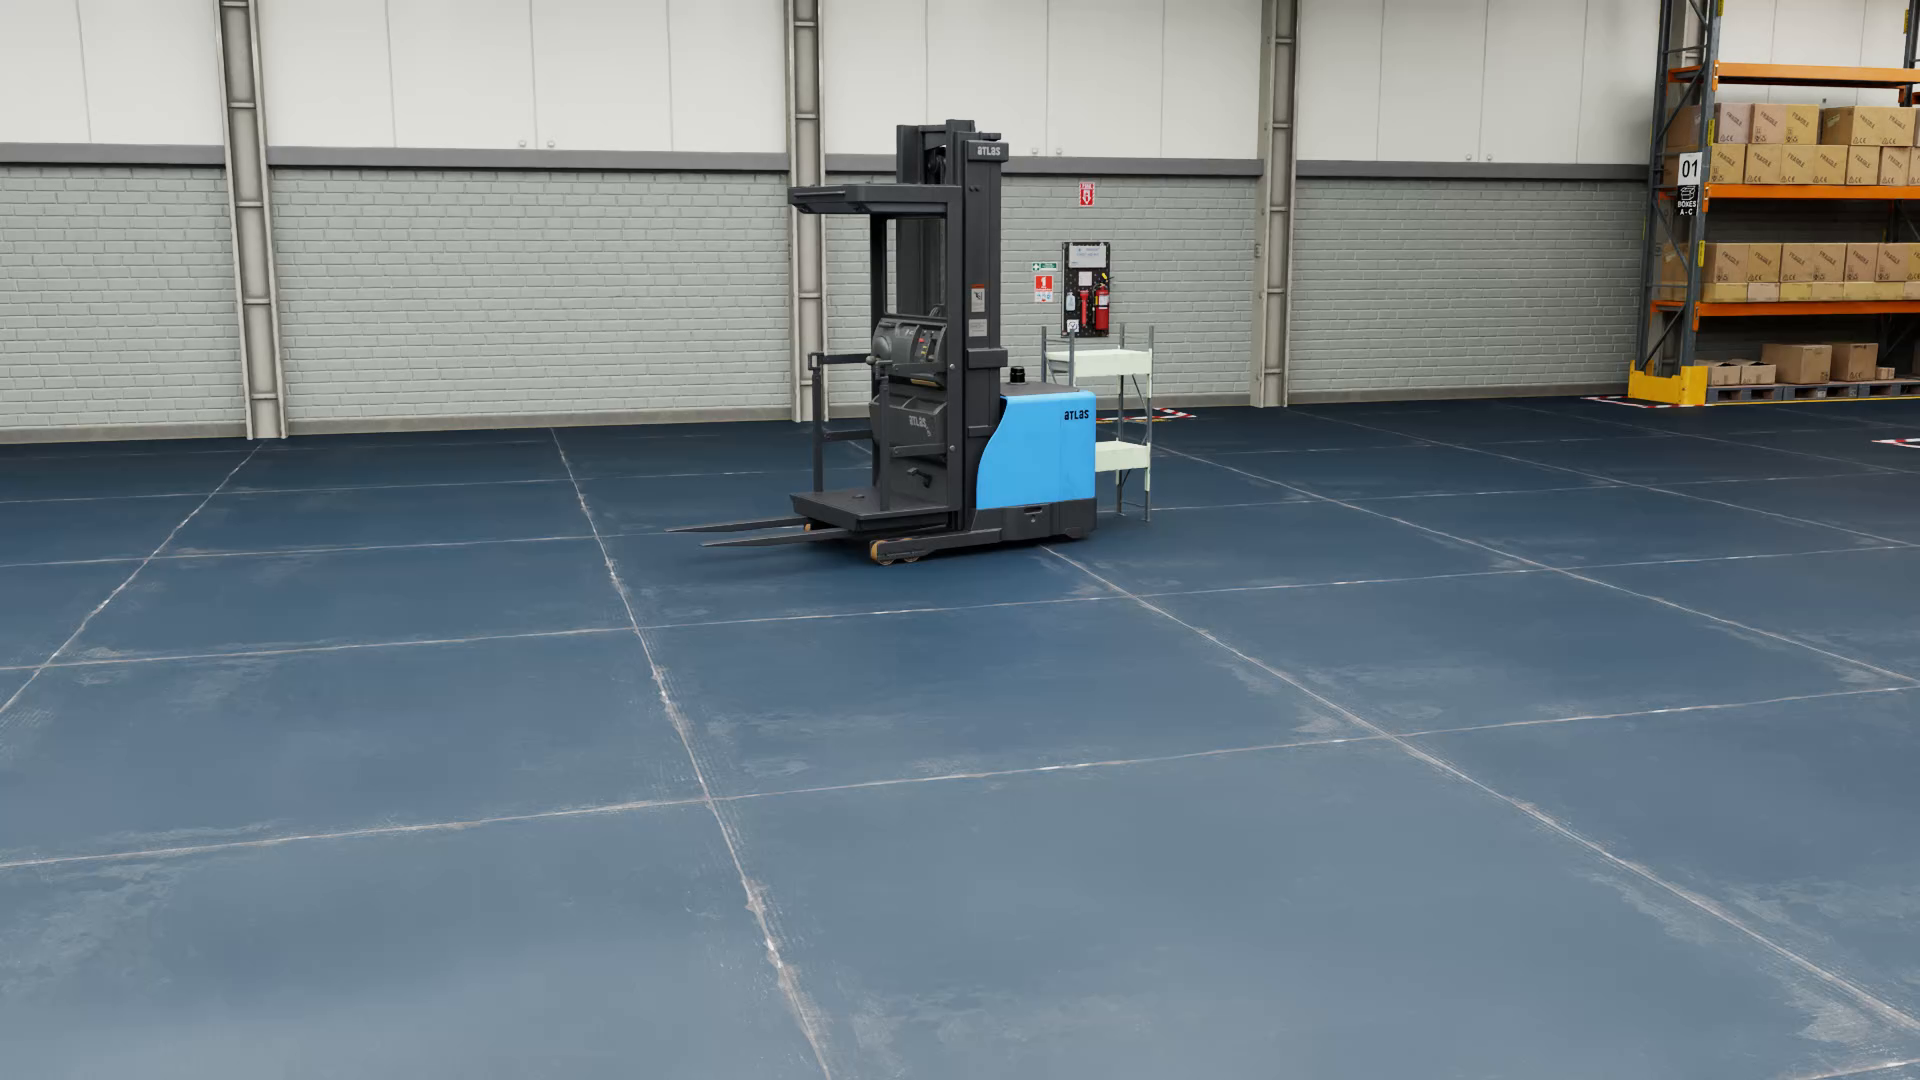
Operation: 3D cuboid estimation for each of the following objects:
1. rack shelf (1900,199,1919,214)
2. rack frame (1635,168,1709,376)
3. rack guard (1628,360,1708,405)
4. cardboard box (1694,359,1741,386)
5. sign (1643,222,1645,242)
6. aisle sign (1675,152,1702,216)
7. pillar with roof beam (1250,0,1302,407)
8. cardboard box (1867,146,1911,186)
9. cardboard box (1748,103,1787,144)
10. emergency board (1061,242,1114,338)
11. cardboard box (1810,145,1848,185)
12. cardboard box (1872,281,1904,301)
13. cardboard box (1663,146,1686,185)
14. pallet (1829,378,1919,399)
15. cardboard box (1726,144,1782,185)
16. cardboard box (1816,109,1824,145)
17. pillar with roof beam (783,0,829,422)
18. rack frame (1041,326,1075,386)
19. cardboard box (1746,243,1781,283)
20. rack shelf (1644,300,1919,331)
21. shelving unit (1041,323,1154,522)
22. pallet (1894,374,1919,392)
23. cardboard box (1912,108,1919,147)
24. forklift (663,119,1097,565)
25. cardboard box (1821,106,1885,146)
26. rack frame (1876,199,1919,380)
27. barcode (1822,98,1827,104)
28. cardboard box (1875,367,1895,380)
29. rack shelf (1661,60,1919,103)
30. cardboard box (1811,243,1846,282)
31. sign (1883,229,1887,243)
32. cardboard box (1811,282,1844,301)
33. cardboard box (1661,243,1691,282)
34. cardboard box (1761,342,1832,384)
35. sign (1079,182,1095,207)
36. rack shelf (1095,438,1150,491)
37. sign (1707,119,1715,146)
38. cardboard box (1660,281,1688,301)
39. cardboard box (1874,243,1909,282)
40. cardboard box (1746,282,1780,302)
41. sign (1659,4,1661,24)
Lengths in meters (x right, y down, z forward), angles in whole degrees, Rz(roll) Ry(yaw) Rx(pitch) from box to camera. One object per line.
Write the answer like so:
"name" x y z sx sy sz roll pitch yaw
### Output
"rack shelf" 15.066 -4.748 23.254 4.000 0.370 1.077 -3 11 -16
"rack frame" 9.306 -3.323 21.811 0.127 3.000 1.000 -3 11 -16
"rack guard" 9.378 -2.097 22.058 0.348 0.500 1.175 -3 11 -16
"cardboard box" 9.995 -2.236 22.120 0.500 0.311 0.500 -4 11 -22
"sign" 9.170 -4.145 22.207 0.005 0.325 0.100 -3 11 -16
"aisle sign" 9.320 -4.546 21.273 0.004 0.787 0.394 -3 11 -16
"pillar with roof beam" 5.178 -5.407 16.563 0.400 9.000 9.100 -3 11 -16
"cardboard box" 12.241 -4.968 22.129 0.500 0.500 0.500 -4 11 -21
"cardboard box" 10.239 -5.343 21.405 0.500 0.500 0.500 -3 11 -17
"emergency board" 1.592 -3.087 20.528 0.643 1.169 0.194 -3 11 -16
"cardboard box" 11.228 -4.909 21.812 0.500 0.500 0.500 -2 11 -12
"cardboard box" 12.295 -3.361 22.377 0.500 0.250 0.500 -3 11 -16
"cardboard box" 9.635 -4.922 21.882 0.500 0.500 0.500 -2 11 -12
"pallet" 12.511 -2.114 22.945 1.213 0.211 1.003 -3 11 -16
"cardboard box" 10.222 -4.851 21.498 0.500 0.500 0.500 -2 11 -12
"cardboard box" 11.132 -5.491 22.210 0.500 0.500 0.500 -3 11 -16
"pillar with roof beam" -0.583 -5.103 14.913 0.400 9.000 9.100 -3 11 -16
"rack frame" 0.727 -0.842 12.478 0.023 1.500 0.400 -6 12 -31
"cardboard box" 10.325 -3.623 21.729 0.500 0.500 0.500 -3 11 -16
"rack shelf" 11.226 -3.070 22.426 4.000 0.370 1.077 -3 11 -16
"shelving unit" 1.039 -0.877 12.666 0.755 1.500 0.431 -6 12 -31
"pallet" 13.893 -2.193 23.378 1.213 0.211 1.003 -3 11 -16
"cardboard box" 12.741 -5.479 22.144 0.500 0.500 0.500 -4 11 -21
"forklift" -0.534 -1.382 11.459 3.031 2.935 1.130 -6 12 -31
"cardboard box" 11.719 -5.421 21.830 0.500 0.500 0.500 -3 11 -18
"rack frame" 13.146 -3.525 22.911 0.127 3.000 1.000 -3 11 -16
"barcode" 11.691 -5.939 22.491 0.075 0.075 0.001 -3 11 -16
"cardboard box" 12.641 -2.316 22.952 0.250 0.166 0.380 -5 11 -23
"rack shelf" 11.226 -6.019 21.883 4.000 0.370 1.077 -3 11 -16
"cardboard box" 11.315 -3.676 22.018 0.500 0.500 0.500 -3 11 -14
"sign" 12.988 -4.191 23.329 0.005 0.325 0.100 -3 11 -16
"cardboard box" 11.334 -3.307 22.085 0.500 0.250 0.500 -3 11 -15
"cardboard box" 9.699 -3.688 22.085 0.500 0.500 0.500 -3 11 -17
"cardboard box" 11.261 -2.386 22.414 0.500 0.500 0.700 -4 11 -20
"sign" 1.556 -4.244 20.410 0.199 0.298 0.001 -3 11 -16
"rack shelf" 1.039 -0.556 12.725 0.720 0.370 0.431 -6 12 -31
"sign" 9.457 -5.134 20.948 0.005 0.325 0.100 -3 11 -16
"cardboard box" 9.700 -3.316 22.134 0.500 0.250 0.500 -3 11 -15
"cardboard box" 12.301 -3.726 22.290 0.500 0.500 0.500 -3 11 -16
"cardboard box" 10.357 -3.257 21.813 0.500 0.250 0.500 -3 11 -18
"sign" 9.170 -6.908 21.699 0.005 0.325 0.100 -3 11 -16
